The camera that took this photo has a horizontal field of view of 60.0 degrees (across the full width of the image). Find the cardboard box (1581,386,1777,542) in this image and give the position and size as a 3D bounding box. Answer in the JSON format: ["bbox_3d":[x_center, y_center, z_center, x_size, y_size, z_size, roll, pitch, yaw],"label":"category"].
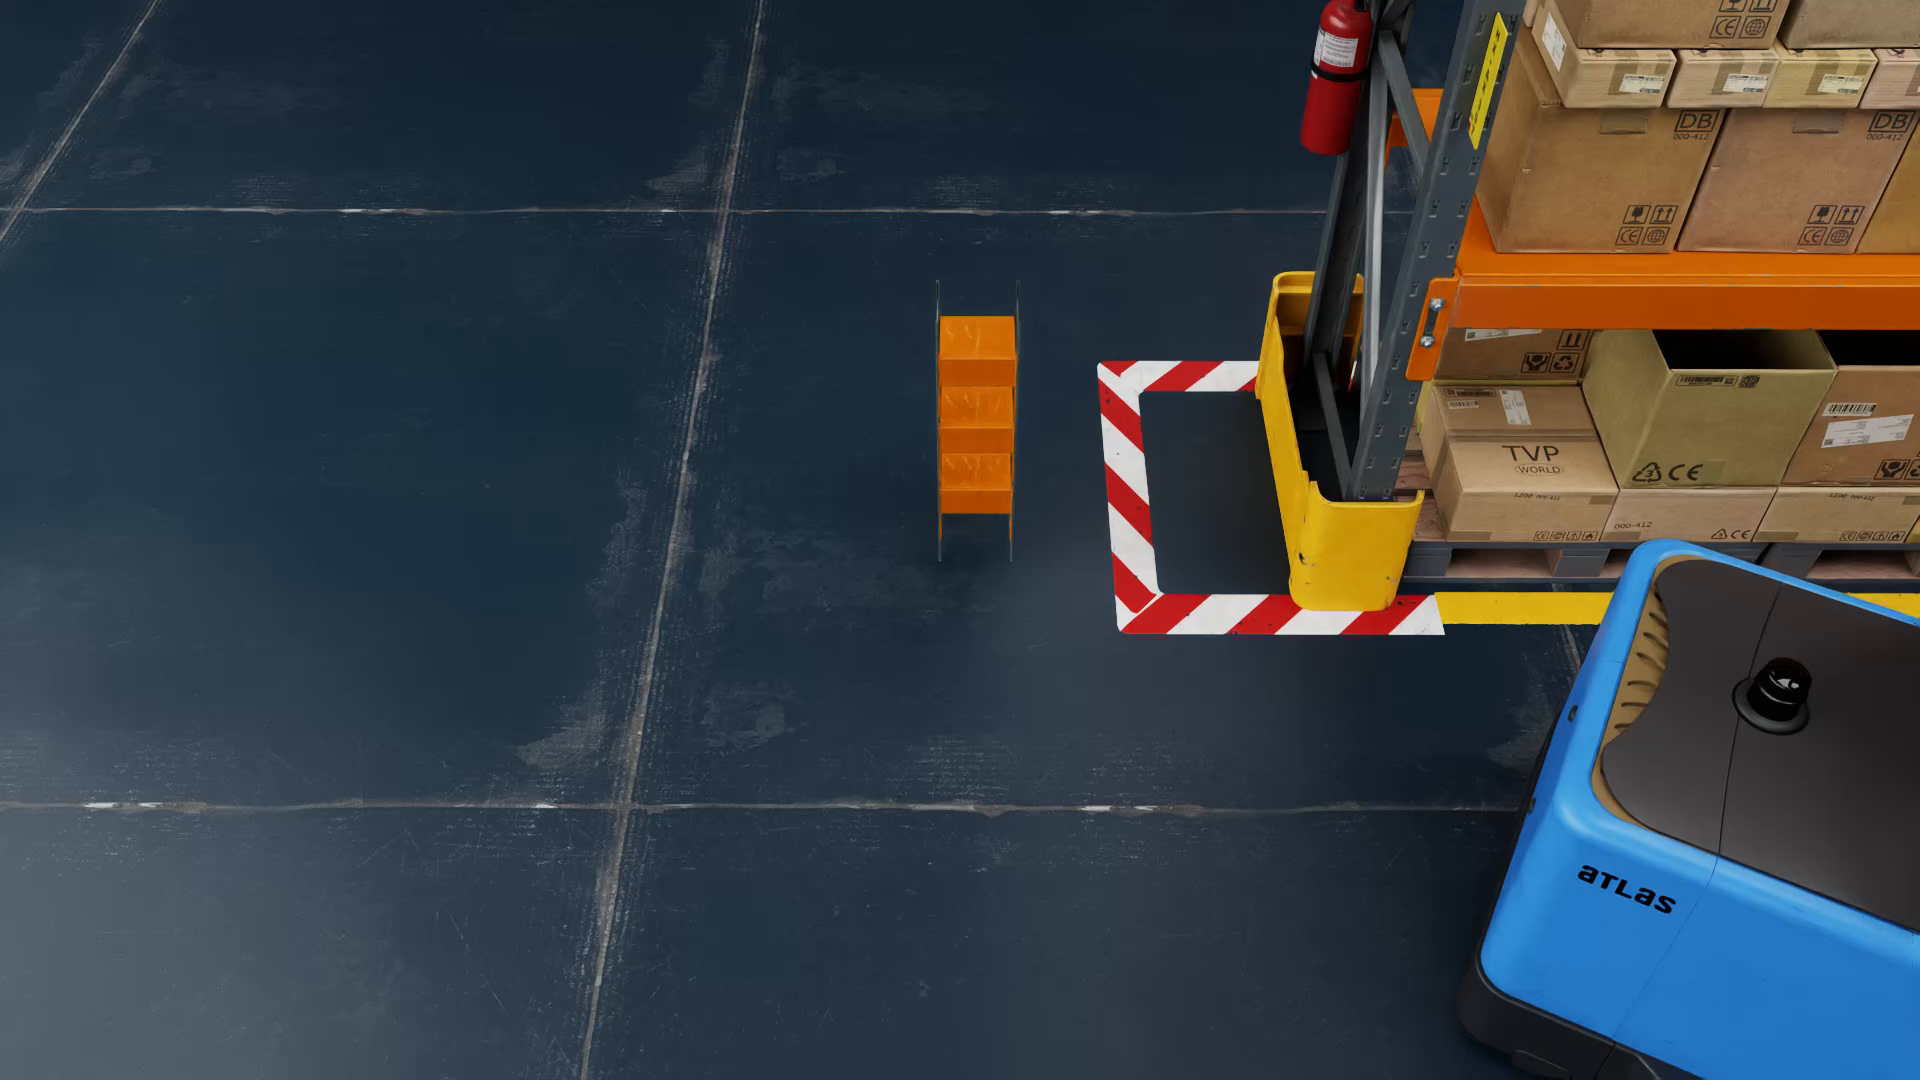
[{"bbox_3d":[2.344,-0.257,5.532,0.500,0.250,0.500,0,47,0],"label":"cardboard box"}]

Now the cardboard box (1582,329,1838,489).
[{"bbox_3d":[2.344,-0.512,5.256,0.500,0.500,0.500,0,47,0],"label":"cardboard box"}]

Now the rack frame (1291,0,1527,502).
[{"bbox_3d":[1.309,-1.214,4.831,0.127,3.000,1.000,0,47,0],"label":"rack frame"}]

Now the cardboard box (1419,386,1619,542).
[{"bbox_3d":[1.844,-0.256,5.531,0.500,0.250,0.500,0,47,0],"label":"cardboard box"}]

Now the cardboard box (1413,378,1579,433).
[{"bbox_3d":[1.846,-0.635,5.884,0.500,0.250,0.500,0,47,0],"label":"cardboard box"}]

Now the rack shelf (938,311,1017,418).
[{"bbox_3d":[0.054,-0.544,5.166,0.240,0.259,0.215,0,47,0],"label":"rack shelf"}]

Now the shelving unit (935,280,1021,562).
[{"bbox_3d":[0.054,-0.358,5.366,0.252,1.050,0.215,0,47,0],"label":"shelving unit"}]

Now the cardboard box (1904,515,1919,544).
[{"bbox_3d":[3.344,-0.251,5.526,0.500,0.250,0.500,0,47,0],"label":"cardboard box"}]

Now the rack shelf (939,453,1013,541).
[{"bbox_3d":[0.054,-0.161,5.577,0.240,0.259,0.215,0,47,0],"label":"rack shelf"}]

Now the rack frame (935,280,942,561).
[{"bbox_3d":[-0.068,-0.358,5.366,0.008,1.050,0.200,0,47,0],"label":"rack frame"}]

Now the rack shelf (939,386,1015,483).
[{"bbox_3d":[0.054,-0.350,5.373,0.240,0.259,0.215,0,47,0],"label":"rack shelf"}]

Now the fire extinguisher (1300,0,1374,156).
[{"bbox_3d":[1.192,-1.528,5.176,0.183,0.674,0.296,0,47,0],"label":"fire extinguisher"}]

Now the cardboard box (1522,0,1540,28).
[{"bbox_3d":[1.692,-1.608,4.686,0.250,0.149,0.380,-1,47,-1],"label":"cardboard box"}]

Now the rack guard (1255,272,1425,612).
[{"bbox_3d":[1.285,-0.362,5.746,0.348,0.500,1.175,0,47,0],"label":"rack guard"}]

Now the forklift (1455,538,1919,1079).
[{"bbox_3d":[2.883,0.516,3.268,3.031,2.935,1.130,21,50,18],"label":"forklift"}]

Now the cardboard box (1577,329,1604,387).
[{"bbox_3d":[2.346,-0.643,5.890,0.500,0.250,0.500,0,47,0],"label":"cardboard box"}]

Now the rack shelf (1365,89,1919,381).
[{"bbox_3d":[3.309,-0.964,5.089,4.000,0.370,1.077,0,47,0],"label":"rack shelf"}]

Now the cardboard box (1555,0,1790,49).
[{"bbox_3d":[1.828,-1.679,4.309,0.500,0.500,0.700,0,47,0],"label":"cardboard box"}]

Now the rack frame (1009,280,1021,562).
[{"bbox_3d":[0.176,-0.357,5.365,0.008,1.050,0.200,0,47,0],"label":"rack frame"}]

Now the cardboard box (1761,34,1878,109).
[{"bbox_3d":[2.214,-1.310,4.409,0.250,0.149,0.380,0,47,0],"label":"cardboard box"}]

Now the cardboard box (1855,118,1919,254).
[{"bbox_3d":[2.797,-1.234,4.781,0.500,0.500,0.700,0,47,0],"label":"cardboard box"}]

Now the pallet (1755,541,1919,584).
[{"bbox_3d":[3.291,-0.287,5.873,1.213,0.211,1.003,0,47,0],"label":"pallet"}]

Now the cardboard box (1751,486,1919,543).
[{"bbox_3d":[2.844,-0.256,5.530,0.500,0.250,0.500,0,47,0],"label":"cardboard box"}]

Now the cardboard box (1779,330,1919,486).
[{"bbox_3d":[2.844,-0.520,5.264,0.500,0.500,0.500,0,47,0],"label":"cardboard box"}]

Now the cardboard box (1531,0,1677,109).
[{"bbox_3d":[1.700,-1.310,4.409,0.250,0.149,0.380,0,47,0],"label":"cardboard box"}]

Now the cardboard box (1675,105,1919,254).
[{"bbox_3d":[2.301,-1.240,4.786,0.500,0.500,0.700,1,47,1],"label":"cardboard box"}]

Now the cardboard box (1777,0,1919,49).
[{"bbox_3d":[2.354,-1.682,4.312,0.500,0.500,0.700,-1,47,-1],"label":"cardboard box"}]

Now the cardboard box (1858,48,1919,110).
[{"bbox_3d":[2.466,-1.308,4.407,0.250,0.149,0.380,0,47,0],"label":"cardboard box"}]

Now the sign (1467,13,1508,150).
[{"bbox_3d":[1.301,-1.130,4.107,0.005,0.325,0.100,0,47,0],"label":"sign"}]

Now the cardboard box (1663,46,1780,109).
[{"bbox_3d":[1.964,-1.312,4.410,0.250,0.149,0.380,-1,47,-1],"label":"cardboard box"}]

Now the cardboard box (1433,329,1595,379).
[{"bbox_3d":[1.846,-0.892,5.610,0.500,0.500,0.500,0,47,0],"label":"cardboard box"}]

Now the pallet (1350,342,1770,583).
[{"bbox_3d":[2.074,-0.293,5.878,1.213,0.211,1.003,0,47,0],"label":"pallet"}]

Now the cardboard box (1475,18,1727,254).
[{"bbox_3d":[1.776,-1.237,4.784,0.500,0.500,0.700,0,47,0],"label":"cardboard box"}]
